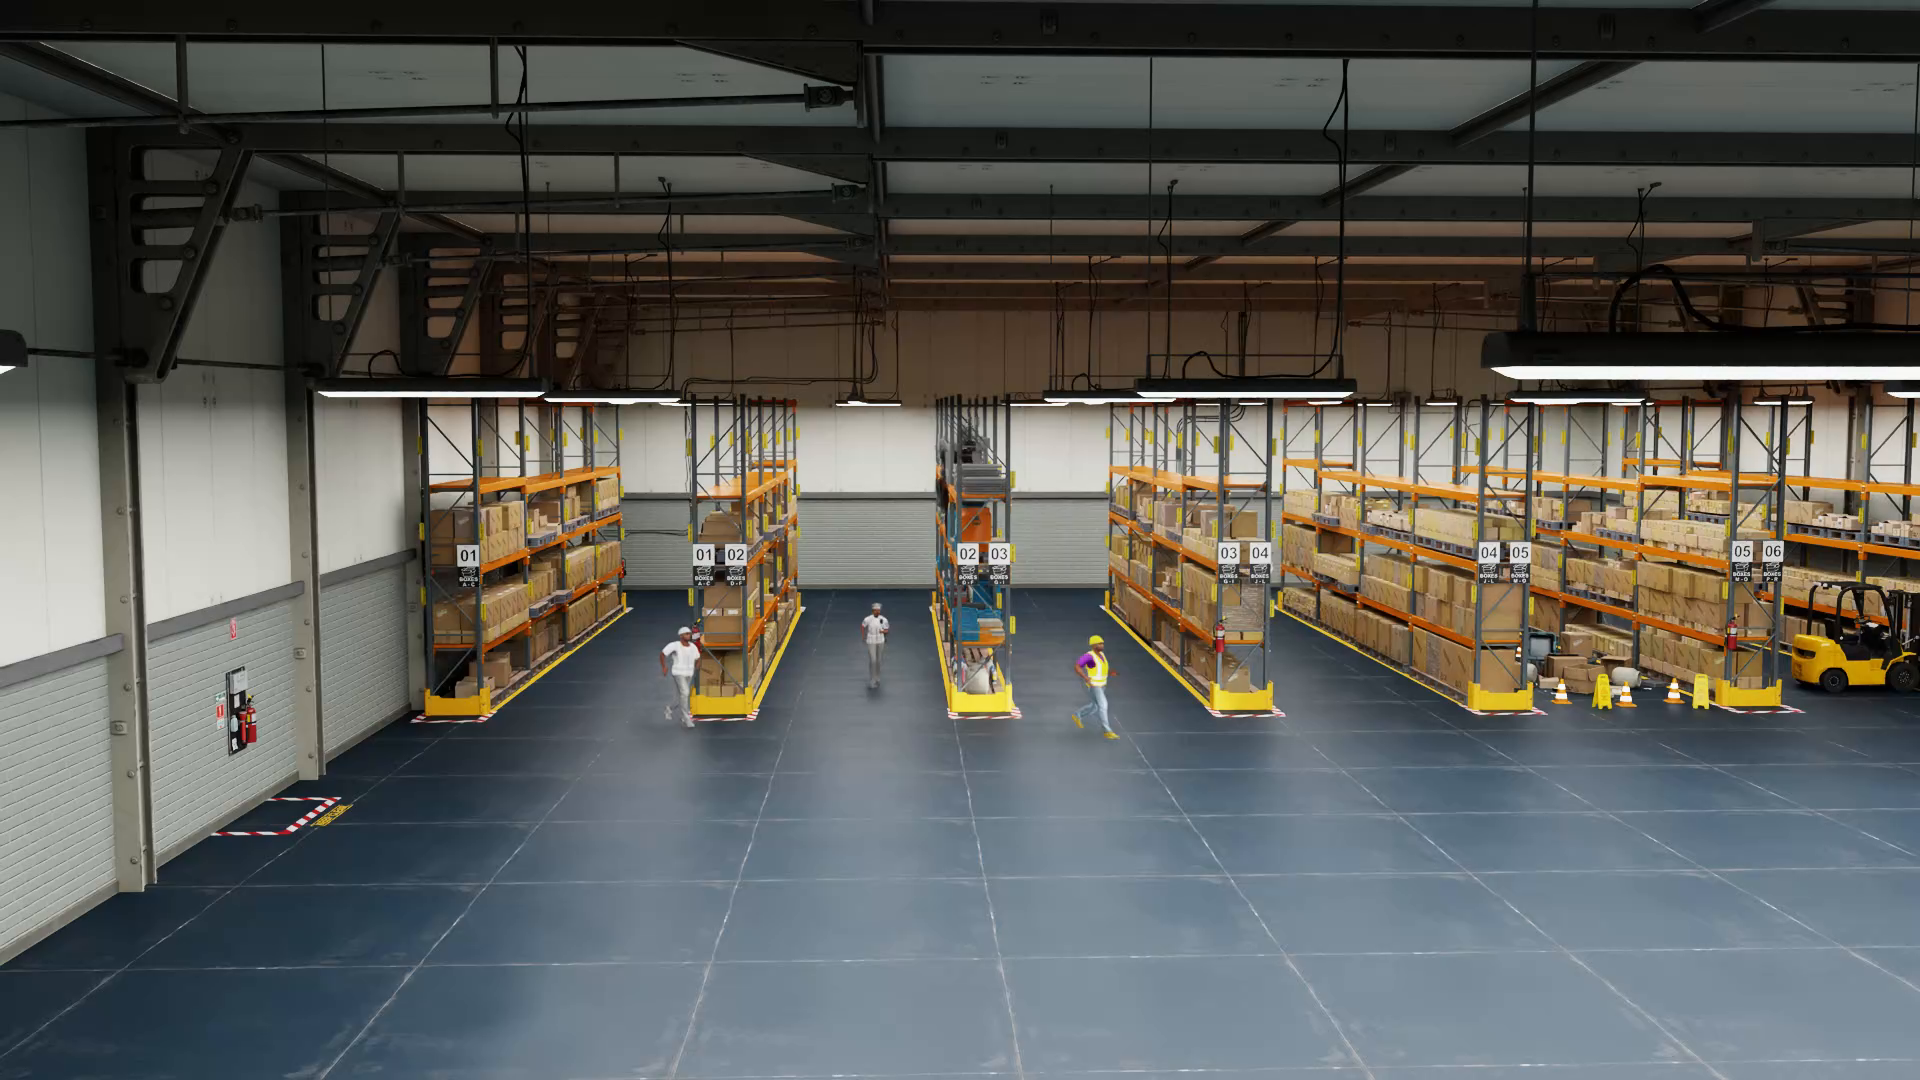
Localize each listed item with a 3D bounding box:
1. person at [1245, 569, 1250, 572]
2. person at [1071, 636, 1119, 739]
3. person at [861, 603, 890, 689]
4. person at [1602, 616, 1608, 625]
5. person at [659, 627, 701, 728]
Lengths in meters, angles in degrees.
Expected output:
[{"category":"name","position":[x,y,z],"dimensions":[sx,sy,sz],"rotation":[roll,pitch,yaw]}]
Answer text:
[{"category":"person","position":[8.402,1.070,48.345],"dimensions":[0.911,1.643,0.660],"rotation":[-2,5,-29]},{"category":"person","position":[2.362,2.552,29.046],"dimensions":[0.971,1.774,0.699],"rotation":[3,5,29]},{"category":"person","position":[-1.745,2.169,34.412],"dimensions":[0.549,1.755,0.781],"rotation":[-1,5,-14]},{"category":"person","position":[16.345,1.531,42.336],"dimensions":[0.577,1.670,0.937],"rotation":[-1,5,-8]},{"category":"person","position":[-4.987,2.459,30.162],"dimensions":[0.916,1.751,0.728],"rotation":[4,6,43]}]
